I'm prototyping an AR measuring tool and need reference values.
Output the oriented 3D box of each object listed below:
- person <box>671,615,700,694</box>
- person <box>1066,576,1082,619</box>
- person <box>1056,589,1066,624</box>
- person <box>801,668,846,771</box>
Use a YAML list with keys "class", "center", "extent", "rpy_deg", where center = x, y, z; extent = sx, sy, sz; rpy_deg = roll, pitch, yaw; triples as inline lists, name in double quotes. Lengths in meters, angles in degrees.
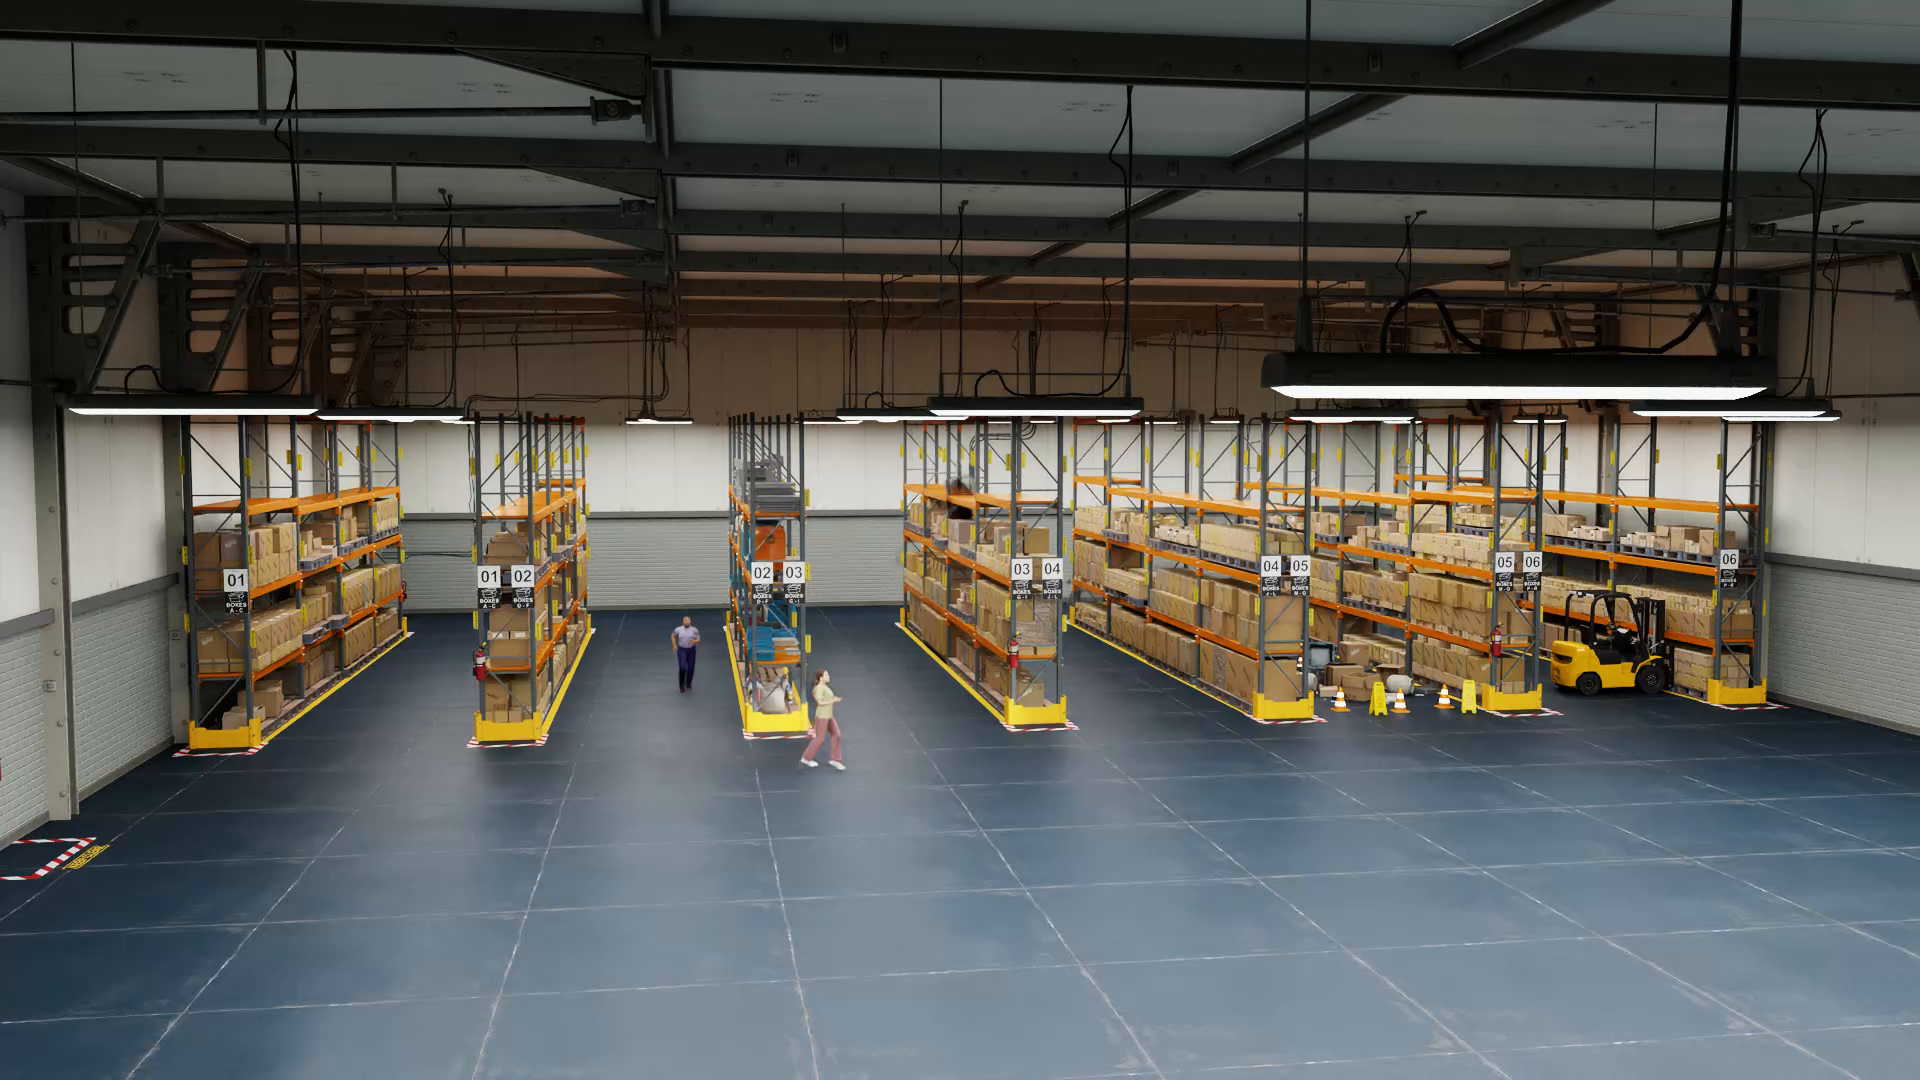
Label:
- class: "person"
  center: [-5.899, 2.473, 35.879]
  extent: [0.576, 1.697, 0.720]
  rpy_deg: [-1, 4, -19]
- class: "person"
  center: [3.446, 1.535, 49.510]
  extent: [0.889, 1.620, 0.581]
  rpy_deg: [-1, 4, -16]
- class: "person"
  center: [2.578, 1.817, 45.448]
  extent: [0.592, 1.587, 0.851]
  rpy_deg: [-1, 4, -17]
- class: "person"
  center: [-2.285, 2.992, 27.709]
  extent: [0.758, 1.716, 0.564]
  rpy_deg: [1, 4, 11]
